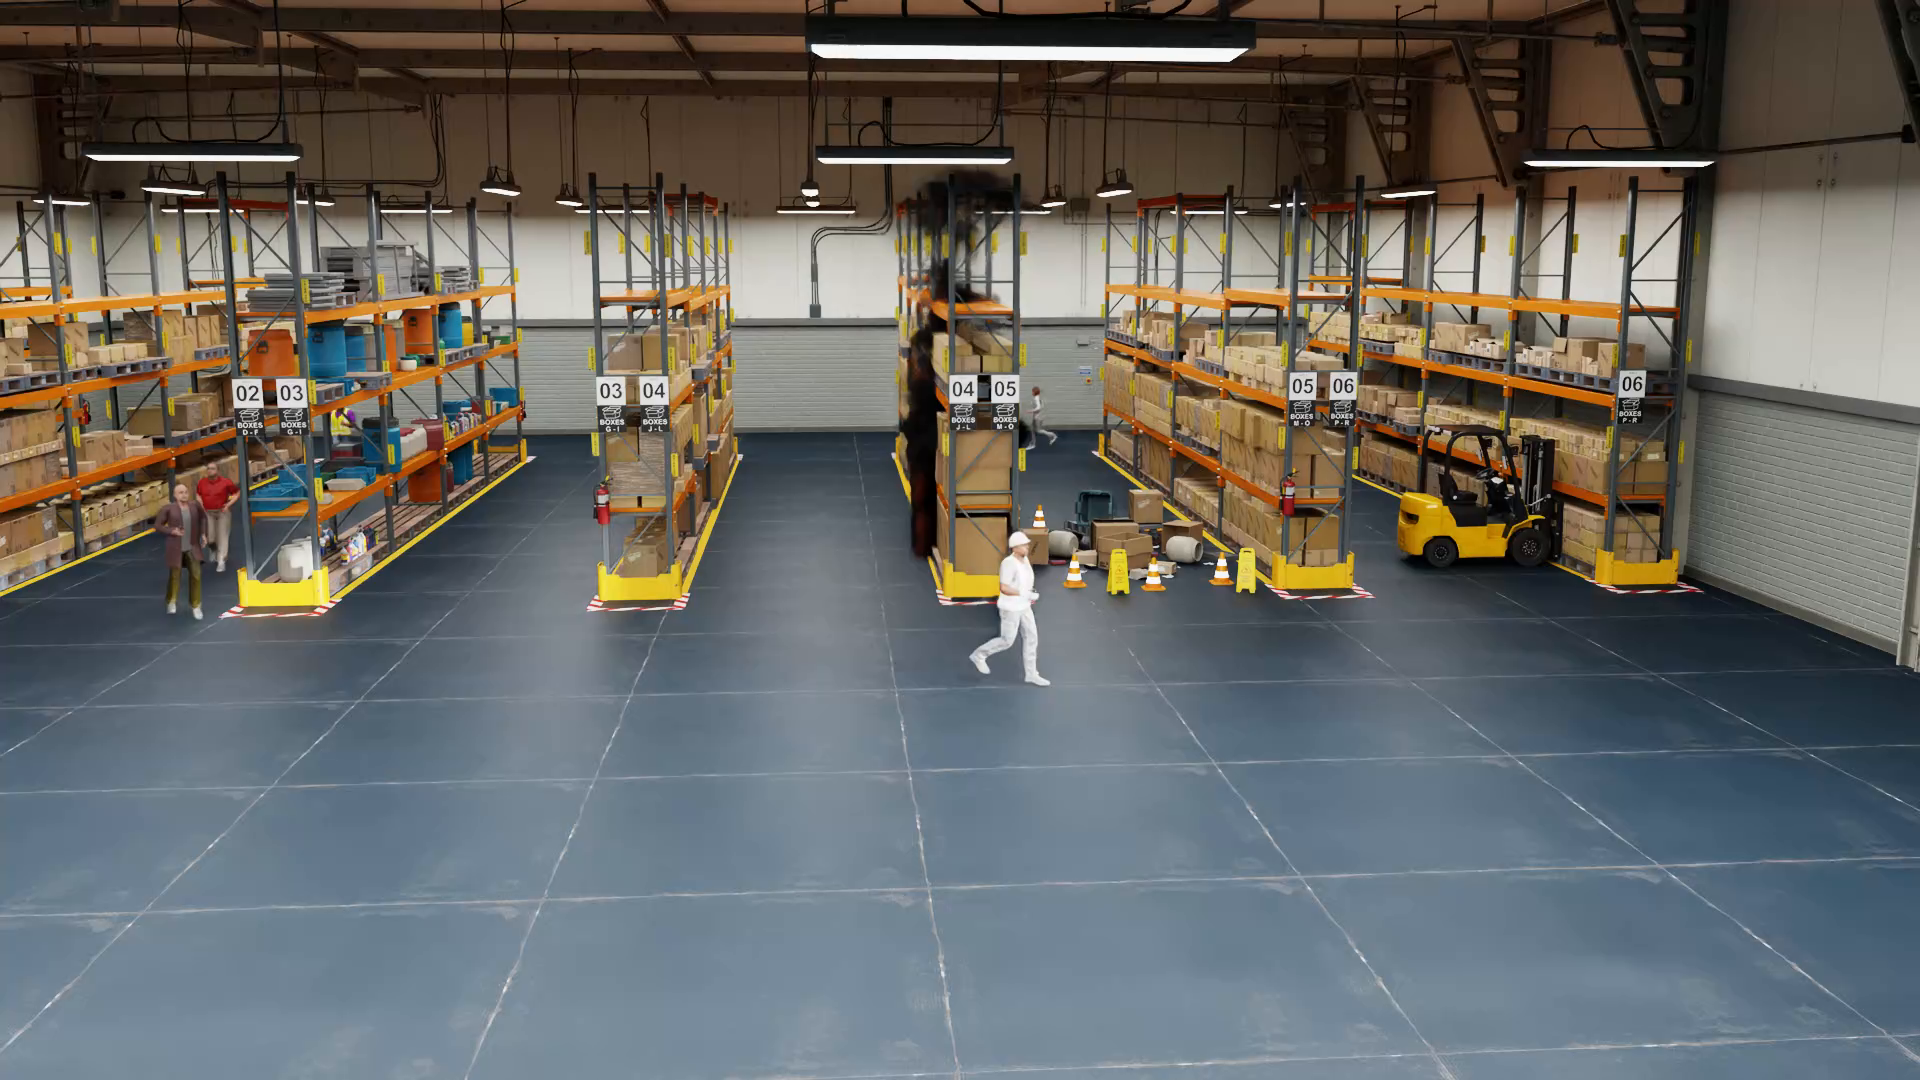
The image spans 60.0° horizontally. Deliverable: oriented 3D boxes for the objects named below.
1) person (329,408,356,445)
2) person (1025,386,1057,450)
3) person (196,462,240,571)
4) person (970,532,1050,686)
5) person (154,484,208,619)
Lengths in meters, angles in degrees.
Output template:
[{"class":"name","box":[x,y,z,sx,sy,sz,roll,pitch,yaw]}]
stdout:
[{"class":"person","box":[-13.574,-2.256,36.425,0.676,1.816,0.747,-3,10,-14]},{"class":"person","box":[2.014,-3.036,41.412,0.806,1.581,0.521,0,10,-1]},{"class":"person","box":[-11.602,-0.374,26.012,0.653,1.700,0.604,-2,10,-11]},{"class":"person","box":[0.584,0.777,19.157,0.967,1.773,0.663,5,11,27]},{"class":"person","box":[-10.602,0.158,22.741,0.731,1.854,0.764,-8,13,-39]}]
